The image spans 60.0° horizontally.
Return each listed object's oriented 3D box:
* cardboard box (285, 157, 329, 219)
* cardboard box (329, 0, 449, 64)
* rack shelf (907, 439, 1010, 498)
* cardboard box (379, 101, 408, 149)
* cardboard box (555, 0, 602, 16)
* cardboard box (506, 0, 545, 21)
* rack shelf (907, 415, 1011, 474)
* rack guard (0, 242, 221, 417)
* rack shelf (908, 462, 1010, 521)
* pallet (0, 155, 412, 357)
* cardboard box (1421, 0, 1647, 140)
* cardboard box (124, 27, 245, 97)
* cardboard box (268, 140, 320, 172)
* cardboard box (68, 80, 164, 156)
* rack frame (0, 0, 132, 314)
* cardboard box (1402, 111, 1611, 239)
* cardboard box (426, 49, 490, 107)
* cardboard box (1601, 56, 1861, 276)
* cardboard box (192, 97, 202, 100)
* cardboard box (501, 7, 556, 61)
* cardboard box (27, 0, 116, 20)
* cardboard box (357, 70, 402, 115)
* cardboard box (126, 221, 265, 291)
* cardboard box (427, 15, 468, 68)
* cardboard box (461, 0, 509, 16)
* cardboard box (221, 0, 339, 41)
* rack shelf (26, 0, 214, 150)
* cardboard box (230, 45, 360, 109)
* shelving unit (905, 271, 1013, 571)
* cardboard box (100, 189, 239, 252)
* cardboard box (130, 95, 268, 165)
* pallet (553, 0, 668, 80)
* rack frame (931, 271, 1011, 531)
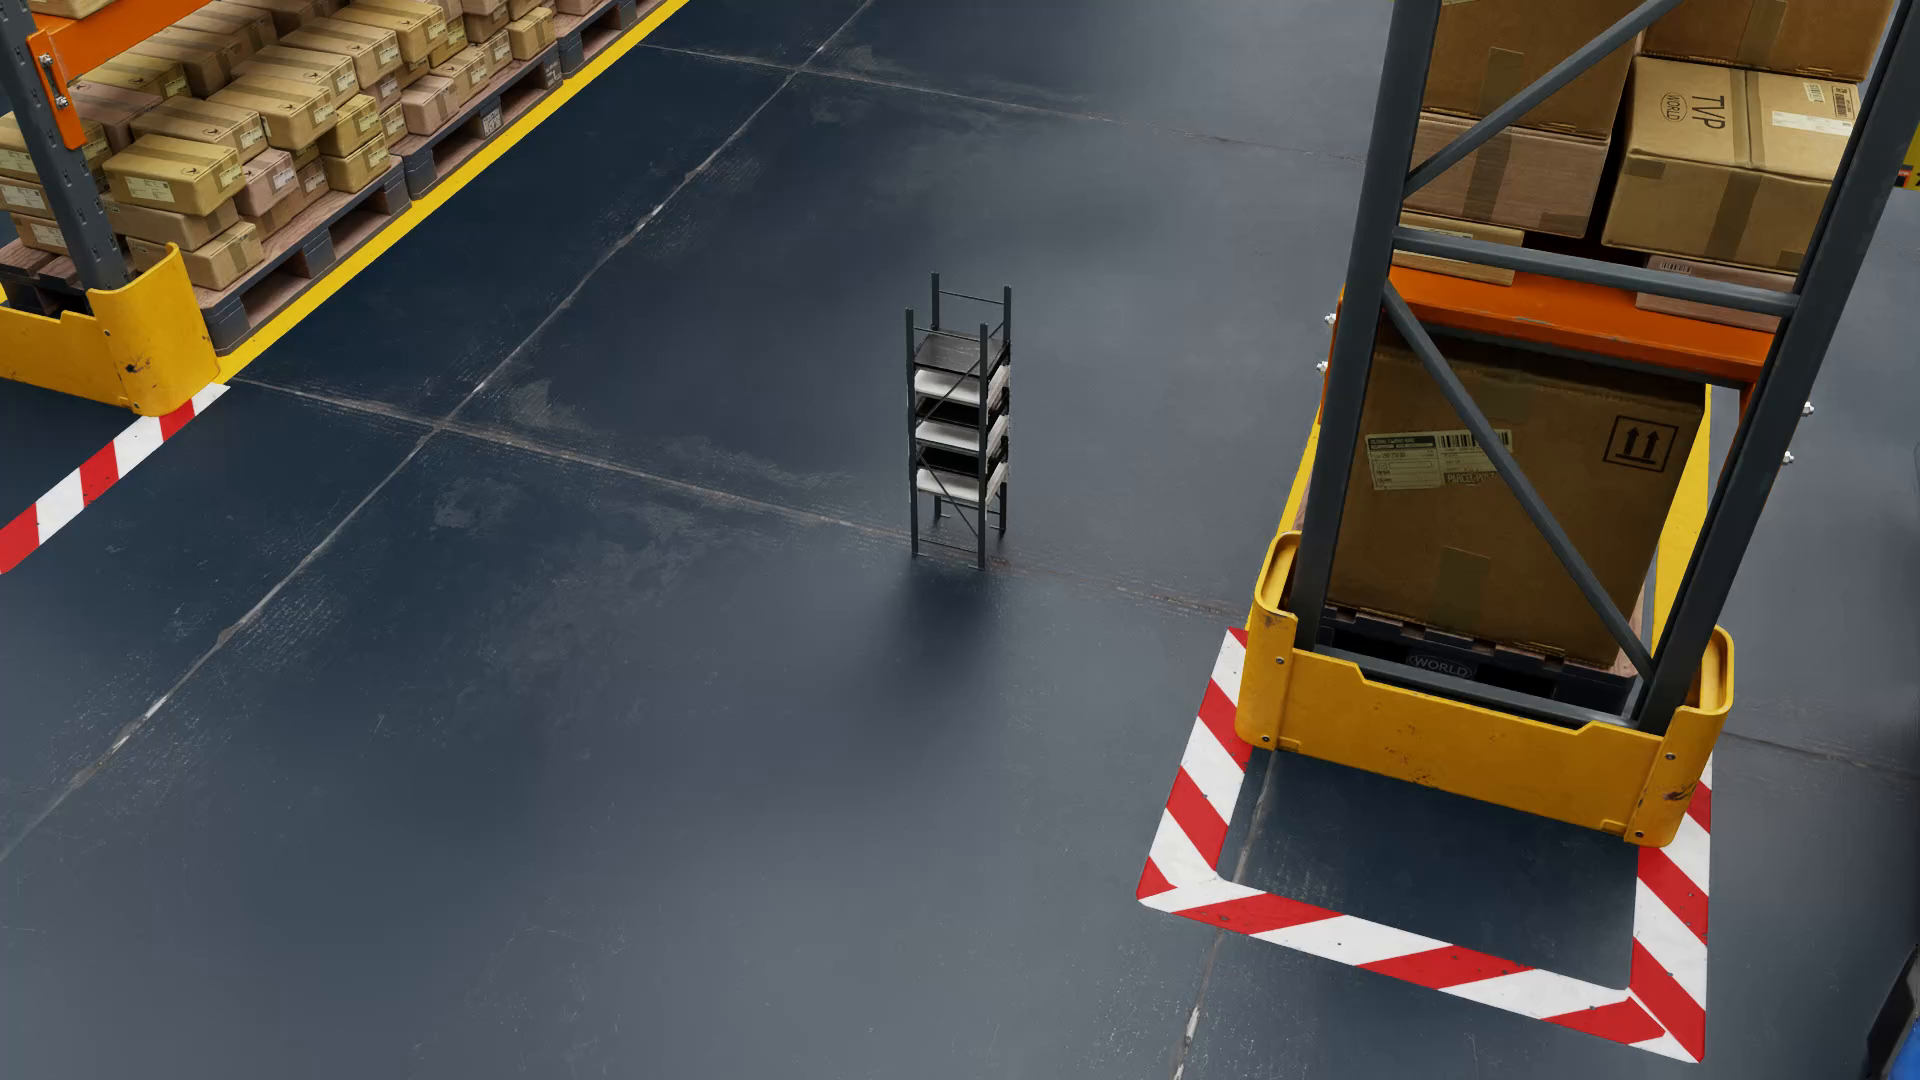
[{"bbox_3d":[-2.693,-1.396,6.448,0.380,0.149,0.250,14,42,16],"label":"cardboard box"},{"bbox_3d":[-2.334,-2.094,6.808,0.380,0.149,0.250,14,42,16],"label":"cardboard box"},{"bbox_3d":[-0.003,-0.244,5.032,0.258,0.077,0.200,13,42,15],"label":"rack shelf"},{"bbox_3d":[-2.505,-1.704,6.809,0.380,0.149,0.250,13,42,15],"label":"cardboard box"},{"bbox_3d":[-1.907,-2.626,7.890,0.380,0.149,0.250,12,42,14],"label":"cardboard box"},{"bbox_3d":[-2.108,-2.481,7.490,0.380,0.149,0.250,14,43,16],"label":"cardboard box"},{"bbox_3d":[-0.003,-0.312,4.974,0.258,0.077,0.200,13,42,15],"label":"rack shelf"},{"bbox_3d":[-3.238,-0.837,5.845,1.175,0.500,0.348,13,42,15],"label":"rack guard"},{"bbox_3d":[-0.003,-0.175,5.091,0.258,0.077,0.200,13,42,15],"label":"rack shelf"},{"bbox_3d":[-2.927,-1.214,6.511,1.003,0.211,1.213,13,42,15],"label":"pallet"},{"bbox_3d":[1.282,-1.276,3.743,0.500,0.500,0.500,14,42,16],"label":"cardboard box"},{"bbox_3d":[-3.064,-1.892,6.572,0.380,0.149,0.250,12,42,13],"label":"cardboard box"},{"bbox_3d":[-2.696,-1.516,6.359,0.380,0.149,0.250,14,42,16],"label":"cardboard box"},{"bbox_3d":[-3.181,-1.562,6.185,0.380,0.149,0.250,14,42,16],"label":"cardboard box"},{"bbox_3d":[-3.264,-1.741,4.980,1.000,3.000,0.127,13,42,15],"label":"rack frame"},{"bbox_3d":[1.279,-0.989,3.985,0.500,0.250,0.500,13,42,14],"label":"cardboard box"},{"bbox_3d":[-2.267,-2.011,7.169,0.380,0.149,0.250,13,42,15],"label":"cardboard box"},{"bbox_3d":[1.781,-0.868,3.842,0.500,0.250,0.500,12,42,14],"label":"cardboard box"},{"bbox_3d":[-3.175,-1.632,6.496,0.380,0.149,0.250,12,42,13],"label":"cardboard box"},{"bbox_3d":[-2.064,-2.310,7.519,0.380,0.149,0.250,13,42,15],"label":"cardboard box"},{"bbox_3d":[-2.845,-1.770,5.208,0.380,0.149,0.250,13,42,15],"label":"cardboard box"},{"bbox_3d":[-2.505,-1.831,6.729,0.380,0.149,0.250,11,42,13],"label":"cardboard box"},{"bbox_3d":[-2.784,-1.065,6.060,0.380,0.149,0.250,14,42,16],"label":"cardboard box"},{"bbox_3d":[-2.349,-2.168,7.124,0.380,0.149,0.250,15,43,17],"label":"cardboard box"},{"bbox_3d":[-2.150,-2.396,7.162,0.380,0.149,0.250,12,42,14],"label":"cardboard box"},{"bbox_3d":[-2.830,-2.205,6.938,0.380,0.149,0.250,12,42,14],"label":"cardboard box"},{"bbox_3d":[-2.580,-2.687,6.643,1.077,0.370,4.000,13,42,15],"label":"rack shelf"},{"bbox_3d":[-2.571,-1.777,6.436,0.380,0.149,0.250,11,42,13],"label":"cardboard box"},{"bbox_3d":[-0.003,-0.337,4.952,0.258,0.900,0.210,13,42,15],"label":"shelving unit"},{"bbox_3d":[-2.843,-1.192,5.980,0.380,0.149,0.250,15,43,17],"label":"cardboard box"},{"bbox_3d":[-2.784,-1.482,6.090,0.380,0.149,0.250,14,42,16],"label":"cardboard box"},{"bbox_3d":[-2.092,-2.703,8.255,1.003,0.211,1.213,13,42,15],"label":"pallet"},{"bbox_3d":[0.032,-0.399,5.025,0.240,0.900,0.006,13,42,15],"label":"rack frame"}]
